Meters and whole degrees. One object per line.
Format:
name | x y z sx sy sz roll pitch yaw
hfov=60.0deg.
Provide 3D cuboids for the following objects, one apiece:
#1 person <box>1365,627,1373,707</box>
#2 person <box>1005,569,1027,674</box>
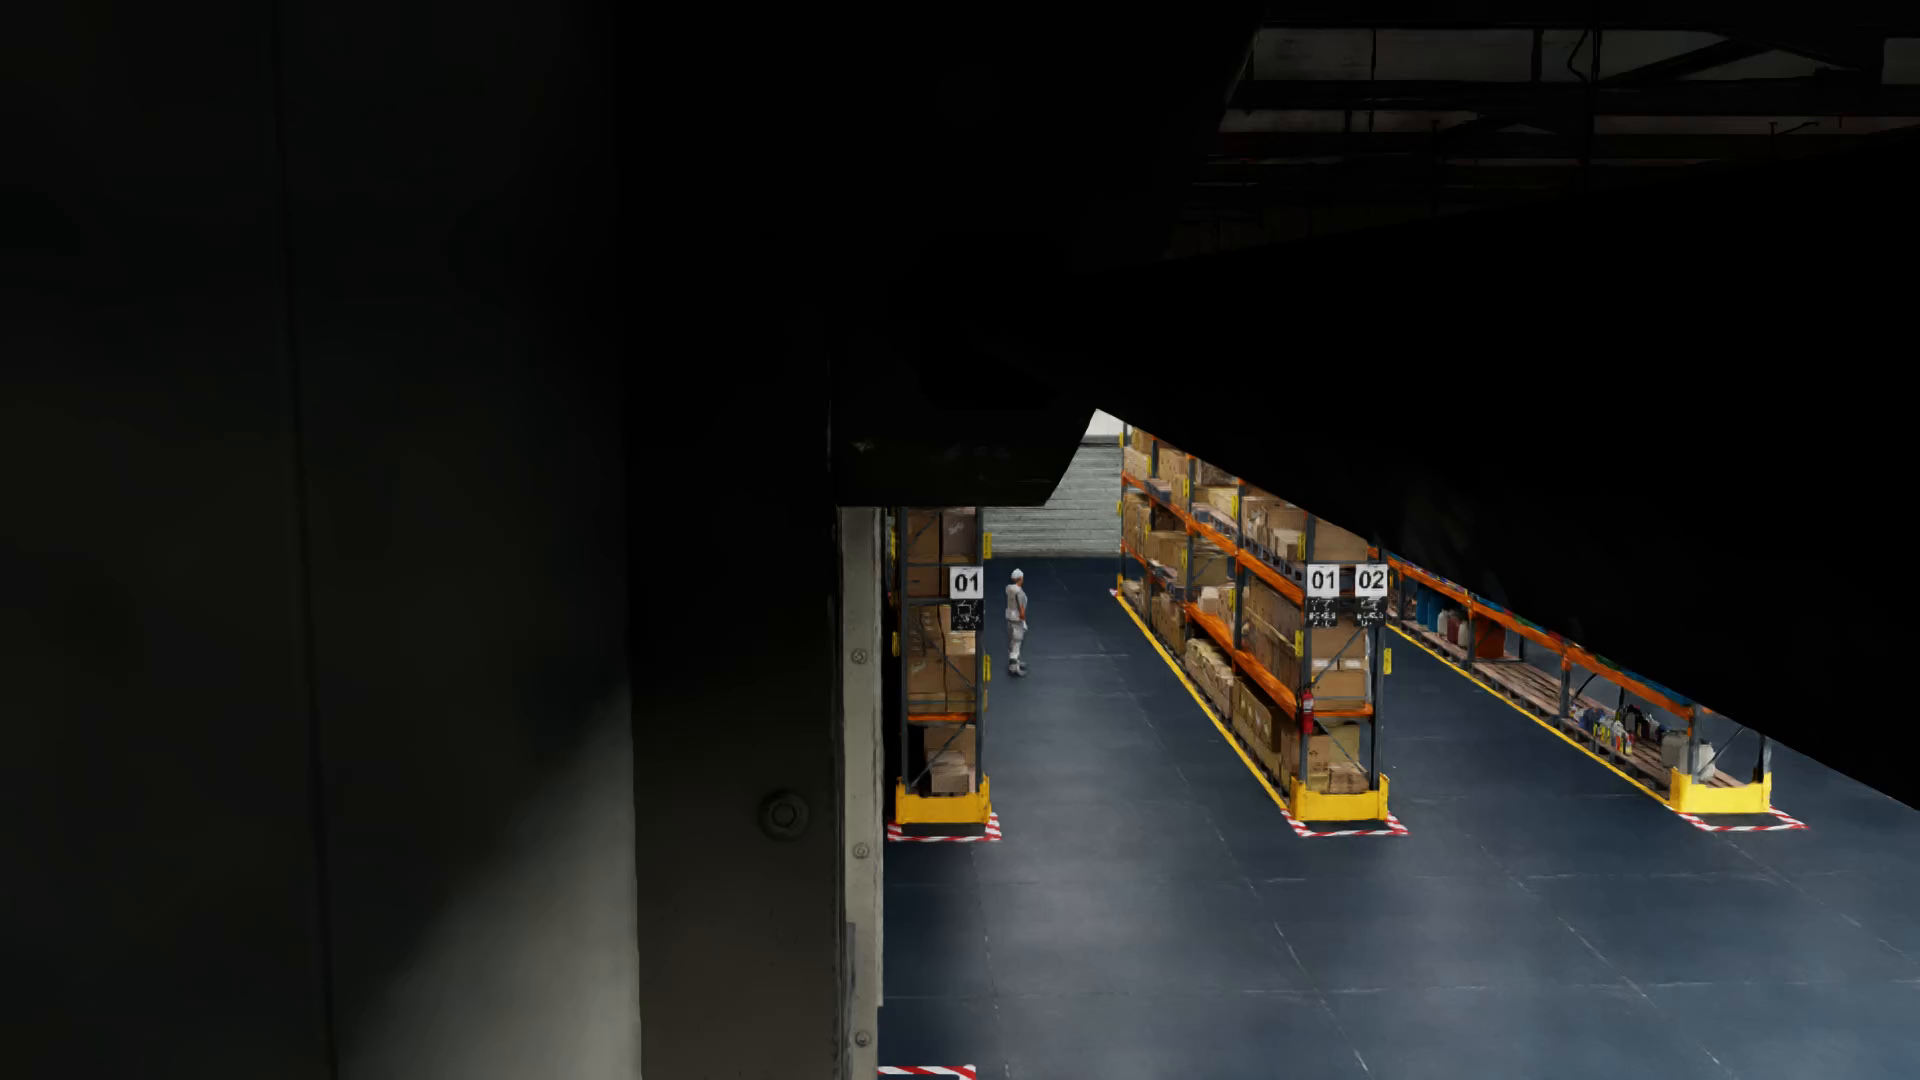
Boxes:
person | 6.104 1.985 25.510 0.411 1.533 0.957 -2 8 -11
person | 1.015 1.388 28.788 0.468 1.794 0.625 -4 9 -24
